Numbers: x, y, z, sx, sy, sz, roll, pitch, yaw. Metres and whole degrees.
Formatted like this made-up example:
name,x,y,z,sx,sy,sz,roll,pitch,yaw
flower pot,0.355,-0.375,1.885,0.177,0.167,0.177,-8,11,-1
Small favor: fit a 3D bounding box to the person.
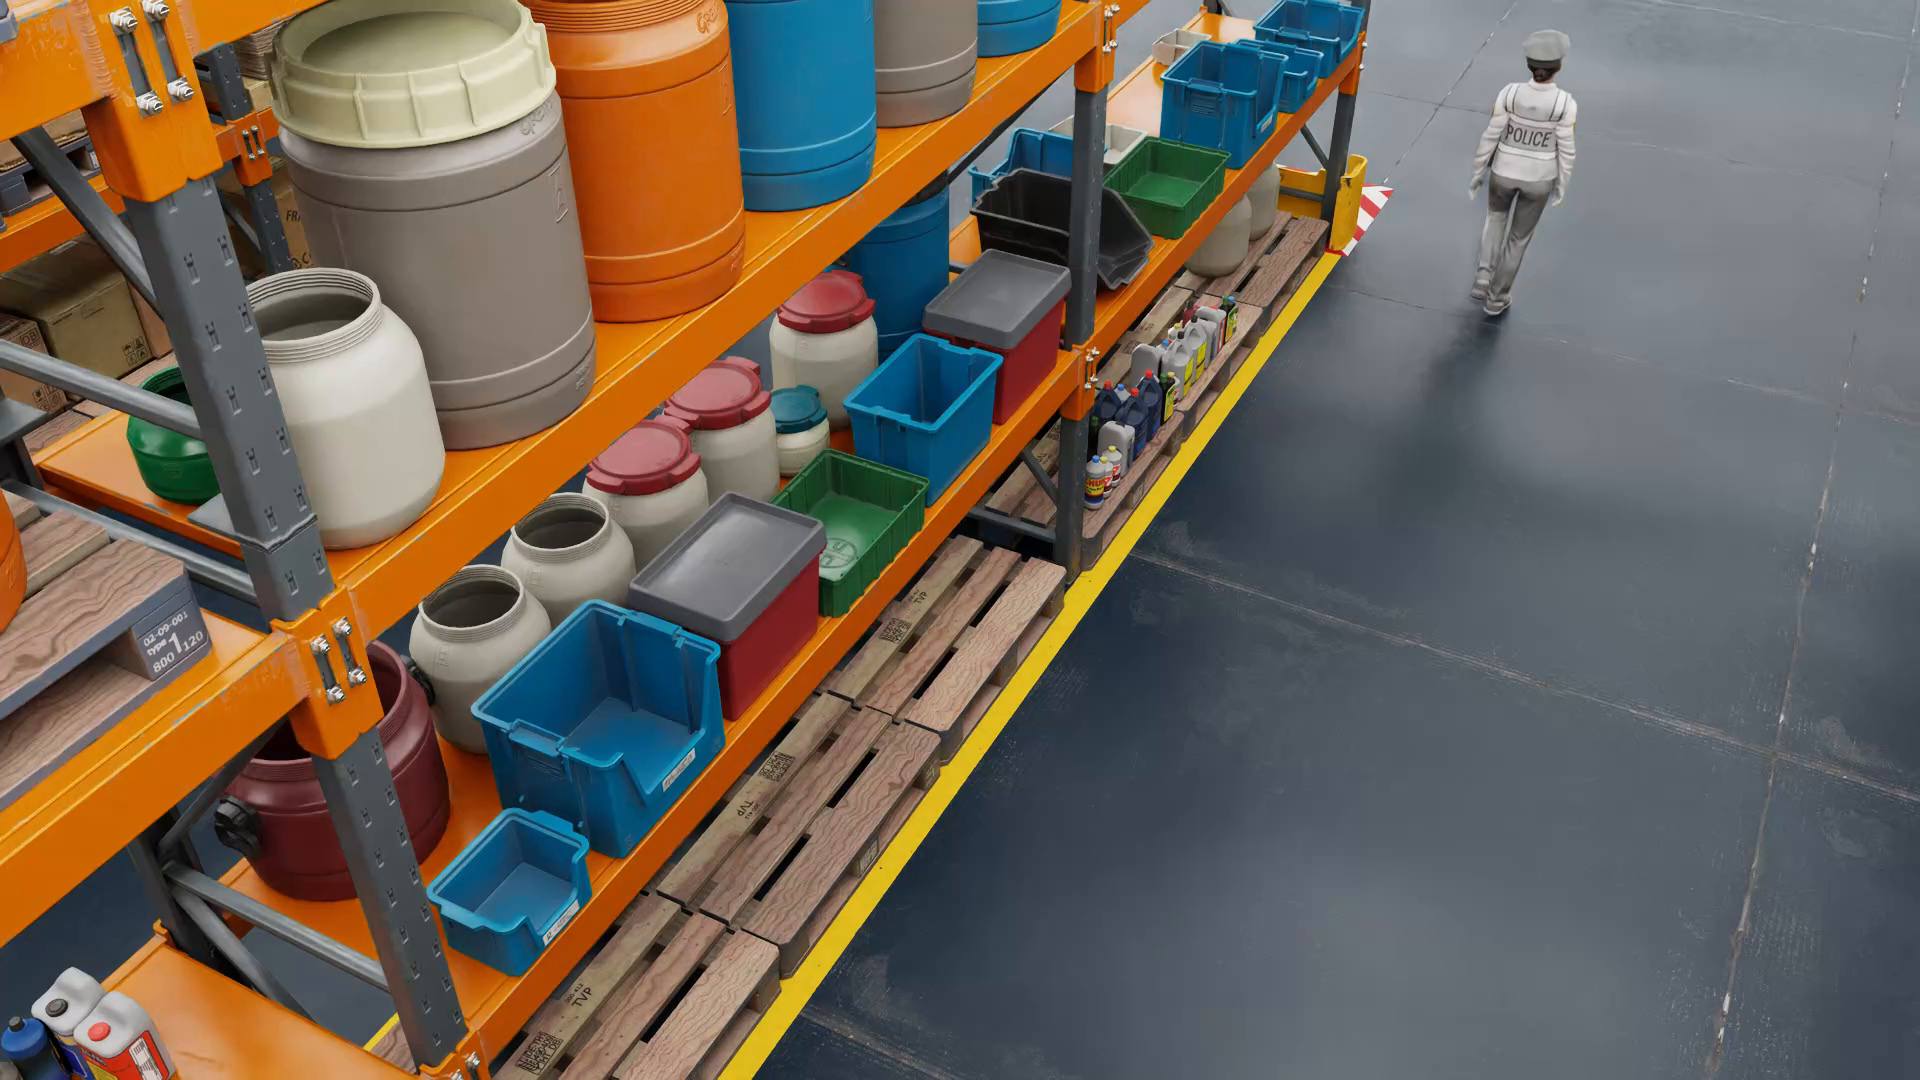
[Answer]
name,x,y,z,sx,sy,sz,roll,pitch,yaw
person,3.184,-2.064,9.411,0.533,1.684,0.458,20,42,24
